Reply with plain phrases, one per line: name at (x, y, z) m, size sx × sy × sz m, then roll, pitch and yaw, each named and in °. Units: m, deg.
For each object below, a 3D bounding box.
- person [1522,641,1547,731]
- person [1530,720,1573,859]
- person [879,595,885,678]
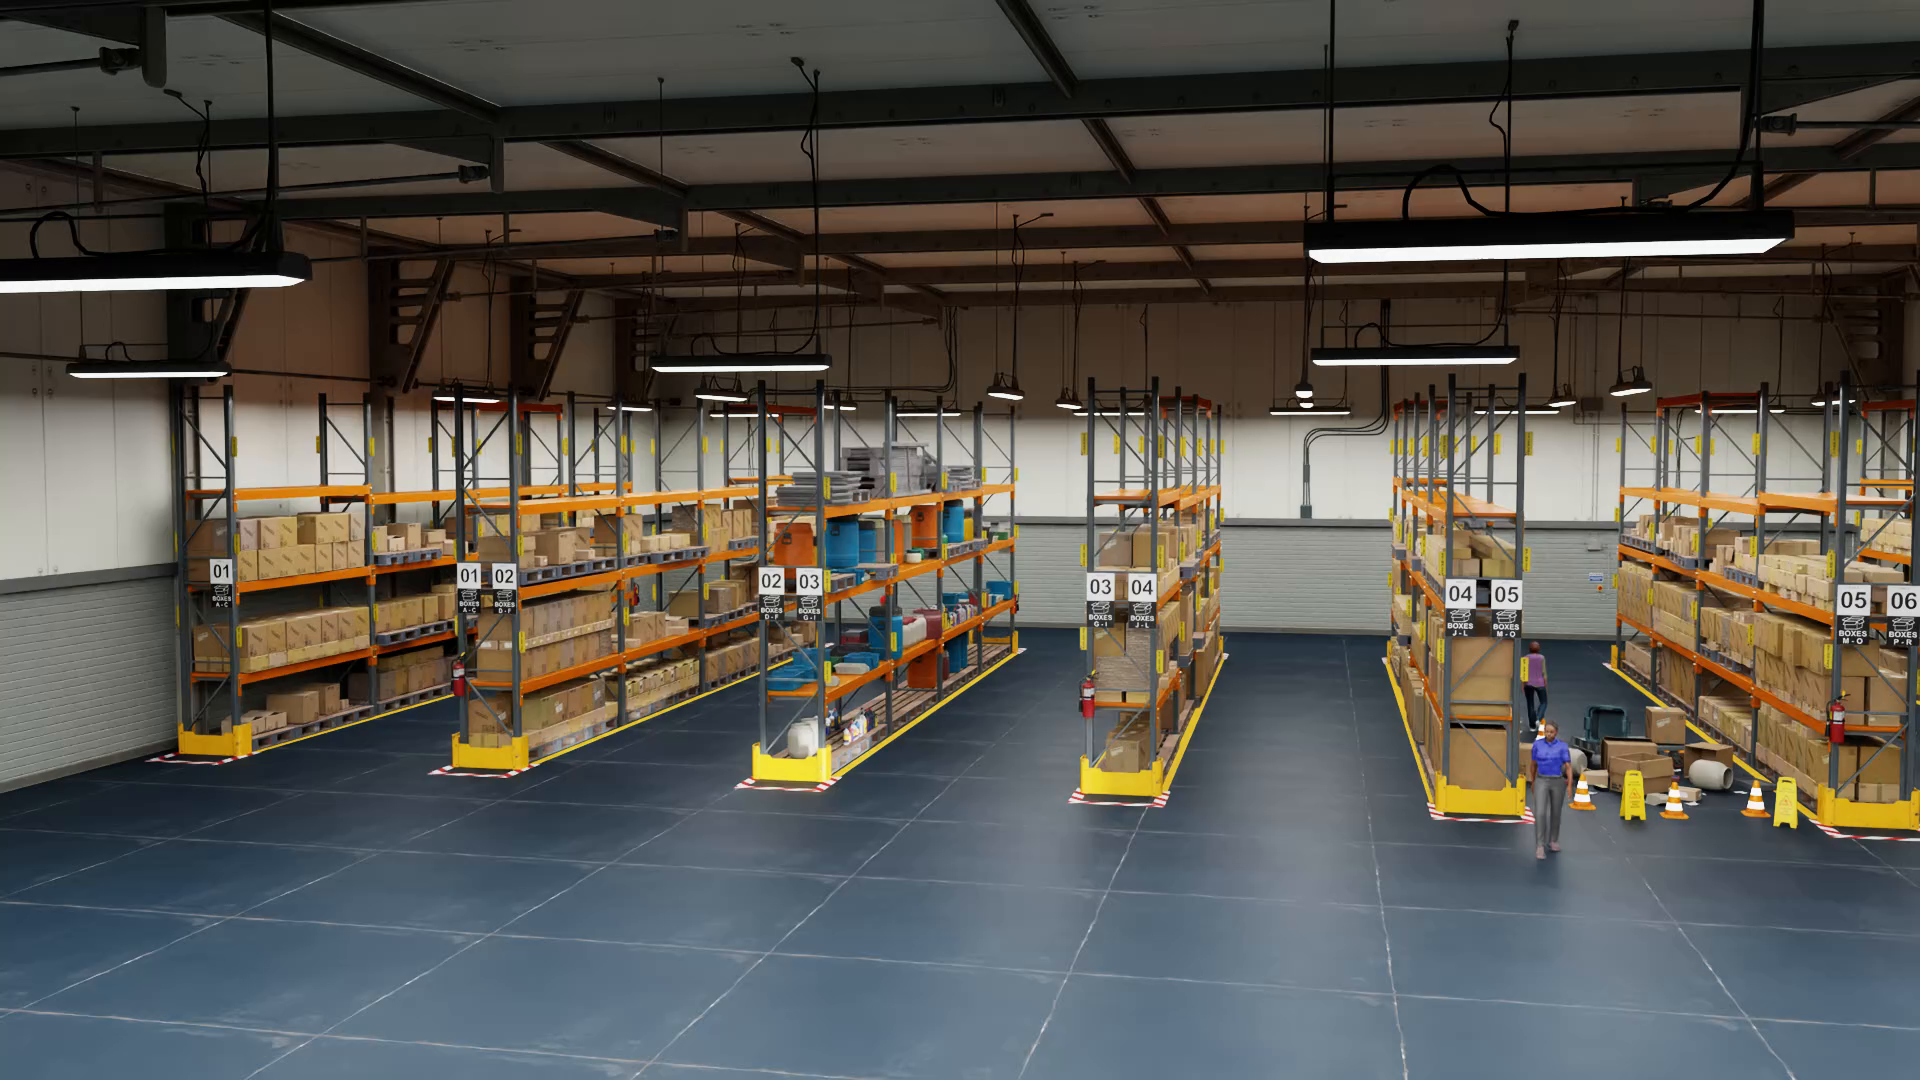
person at (10.093, 2.575, 29.193) m, size 0.462 × 1.595 × 0.439 m, roll 1°, pitch 3°, yaw 20°
person at (7.253, 3.029, 20.408) m, size 0.497 × 1.651 × 0.703 m, roll 1°, pitch 3°, yaw 21°
person at (-1.687, 2.087, 35.982) m, size 0.593 × 1.783 × 0.479 m, roll 0°, pitch 3°, yaw -3°
